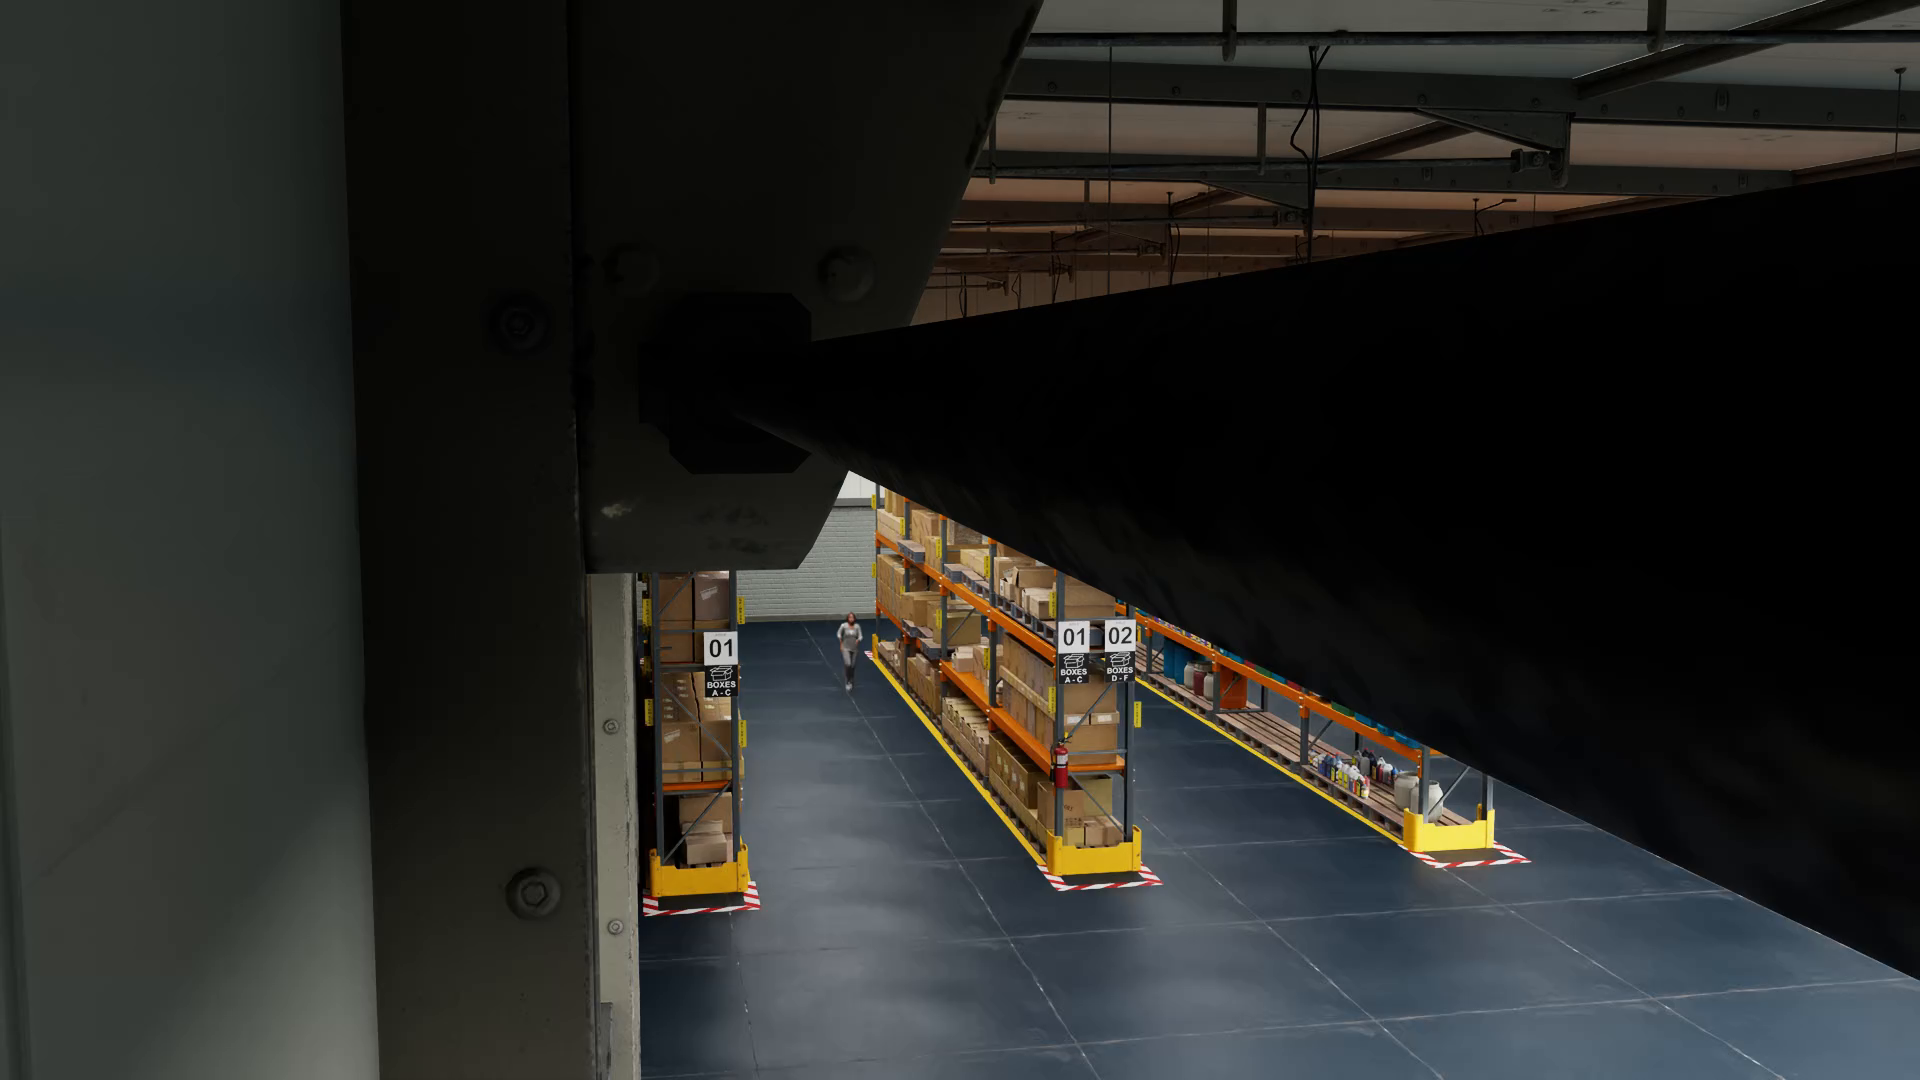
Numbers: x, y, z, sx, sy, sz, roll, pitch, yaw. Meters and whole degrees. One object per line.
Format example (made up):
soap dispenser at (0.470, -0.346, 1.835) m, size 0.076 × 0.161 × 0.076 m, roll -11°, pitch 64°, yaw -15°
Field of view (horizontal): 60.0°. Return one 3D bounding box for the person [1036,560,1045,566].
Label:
person at (1.763, 1.282, 40.875) m, size 0.615 × 1.749 × 0.852 m, roll 5°, pitch 7°, yaw 38°

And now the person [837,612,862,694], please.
person at (-2.154, 2.195, 32.700) m, size 0.448 × 1.606 × 0.788 m, roll -2°, pitch 6°, yaw -17°
